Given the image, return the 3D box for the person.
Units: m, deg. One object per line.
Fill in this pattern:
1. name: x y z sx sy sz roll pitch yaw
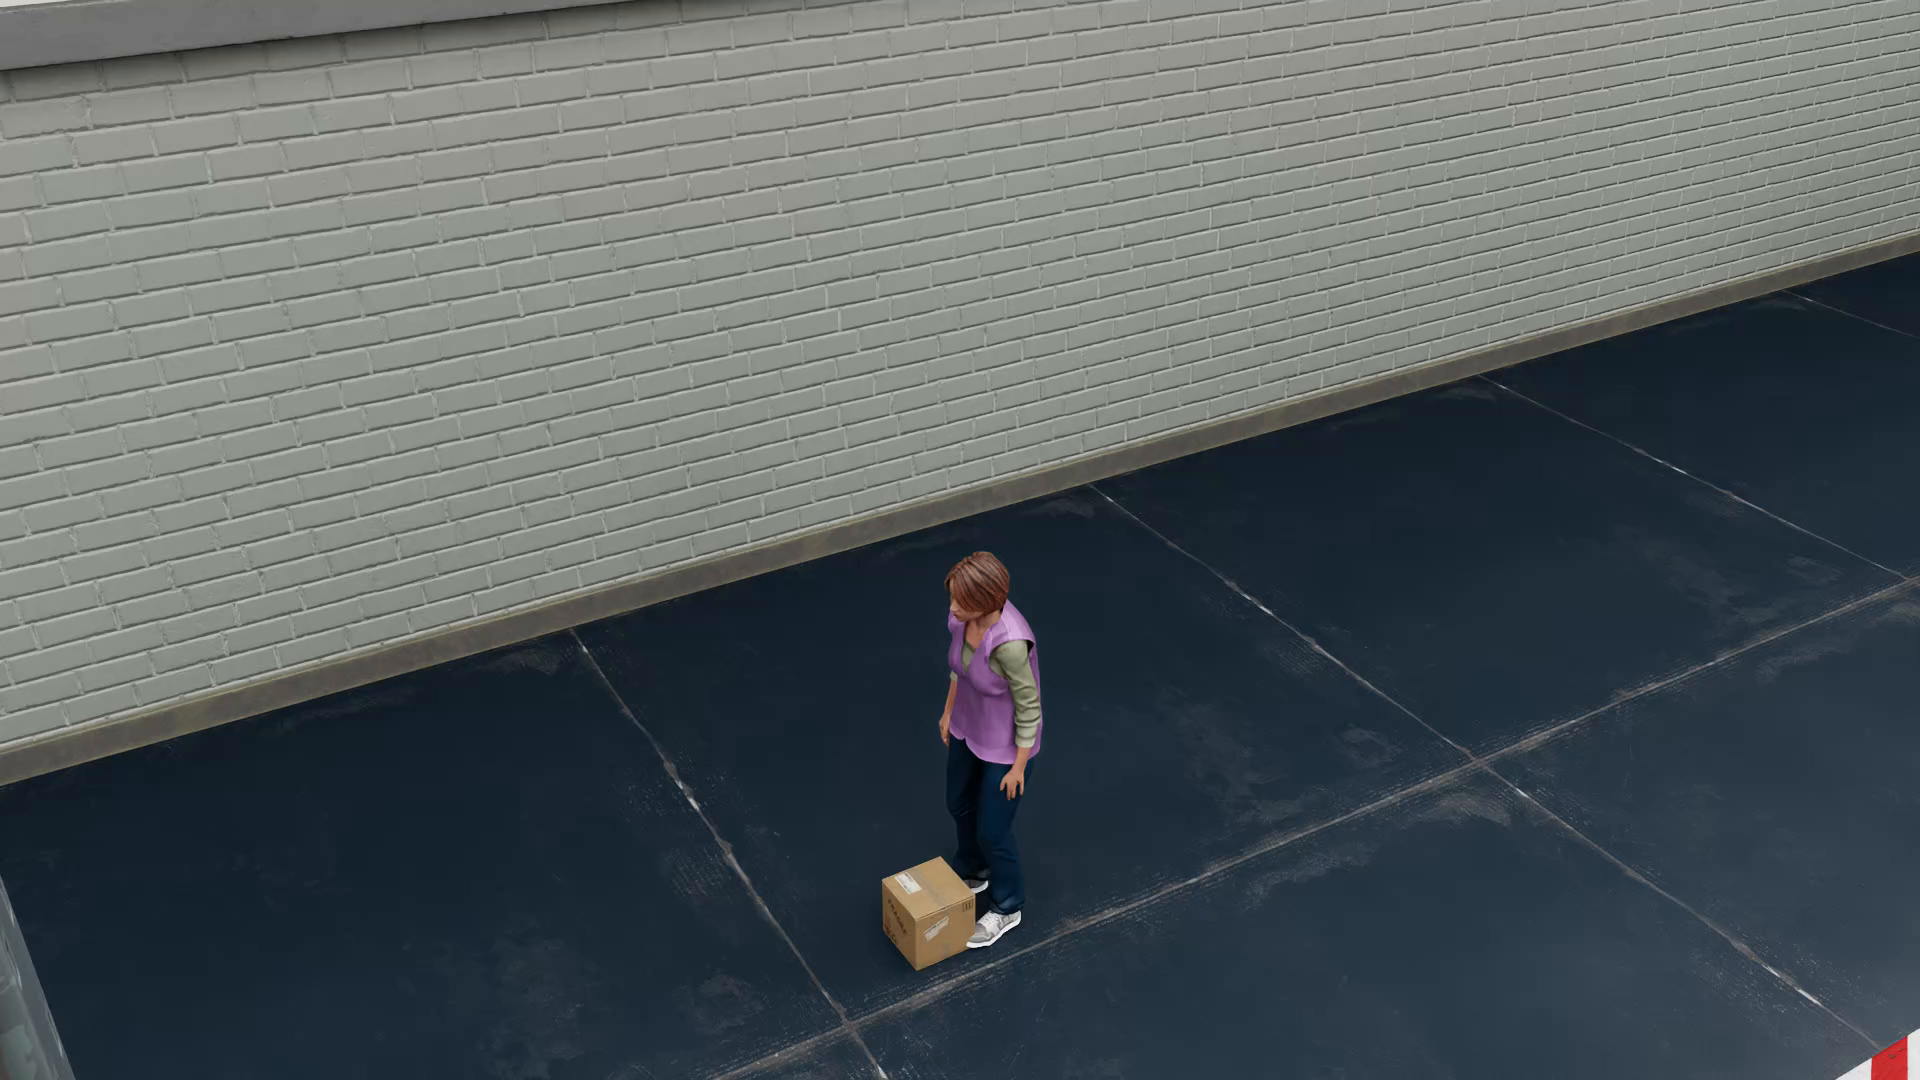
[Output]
1. person: 0.094 0.717 5.867 0.347 1.591 0.483 -18 34 -29
